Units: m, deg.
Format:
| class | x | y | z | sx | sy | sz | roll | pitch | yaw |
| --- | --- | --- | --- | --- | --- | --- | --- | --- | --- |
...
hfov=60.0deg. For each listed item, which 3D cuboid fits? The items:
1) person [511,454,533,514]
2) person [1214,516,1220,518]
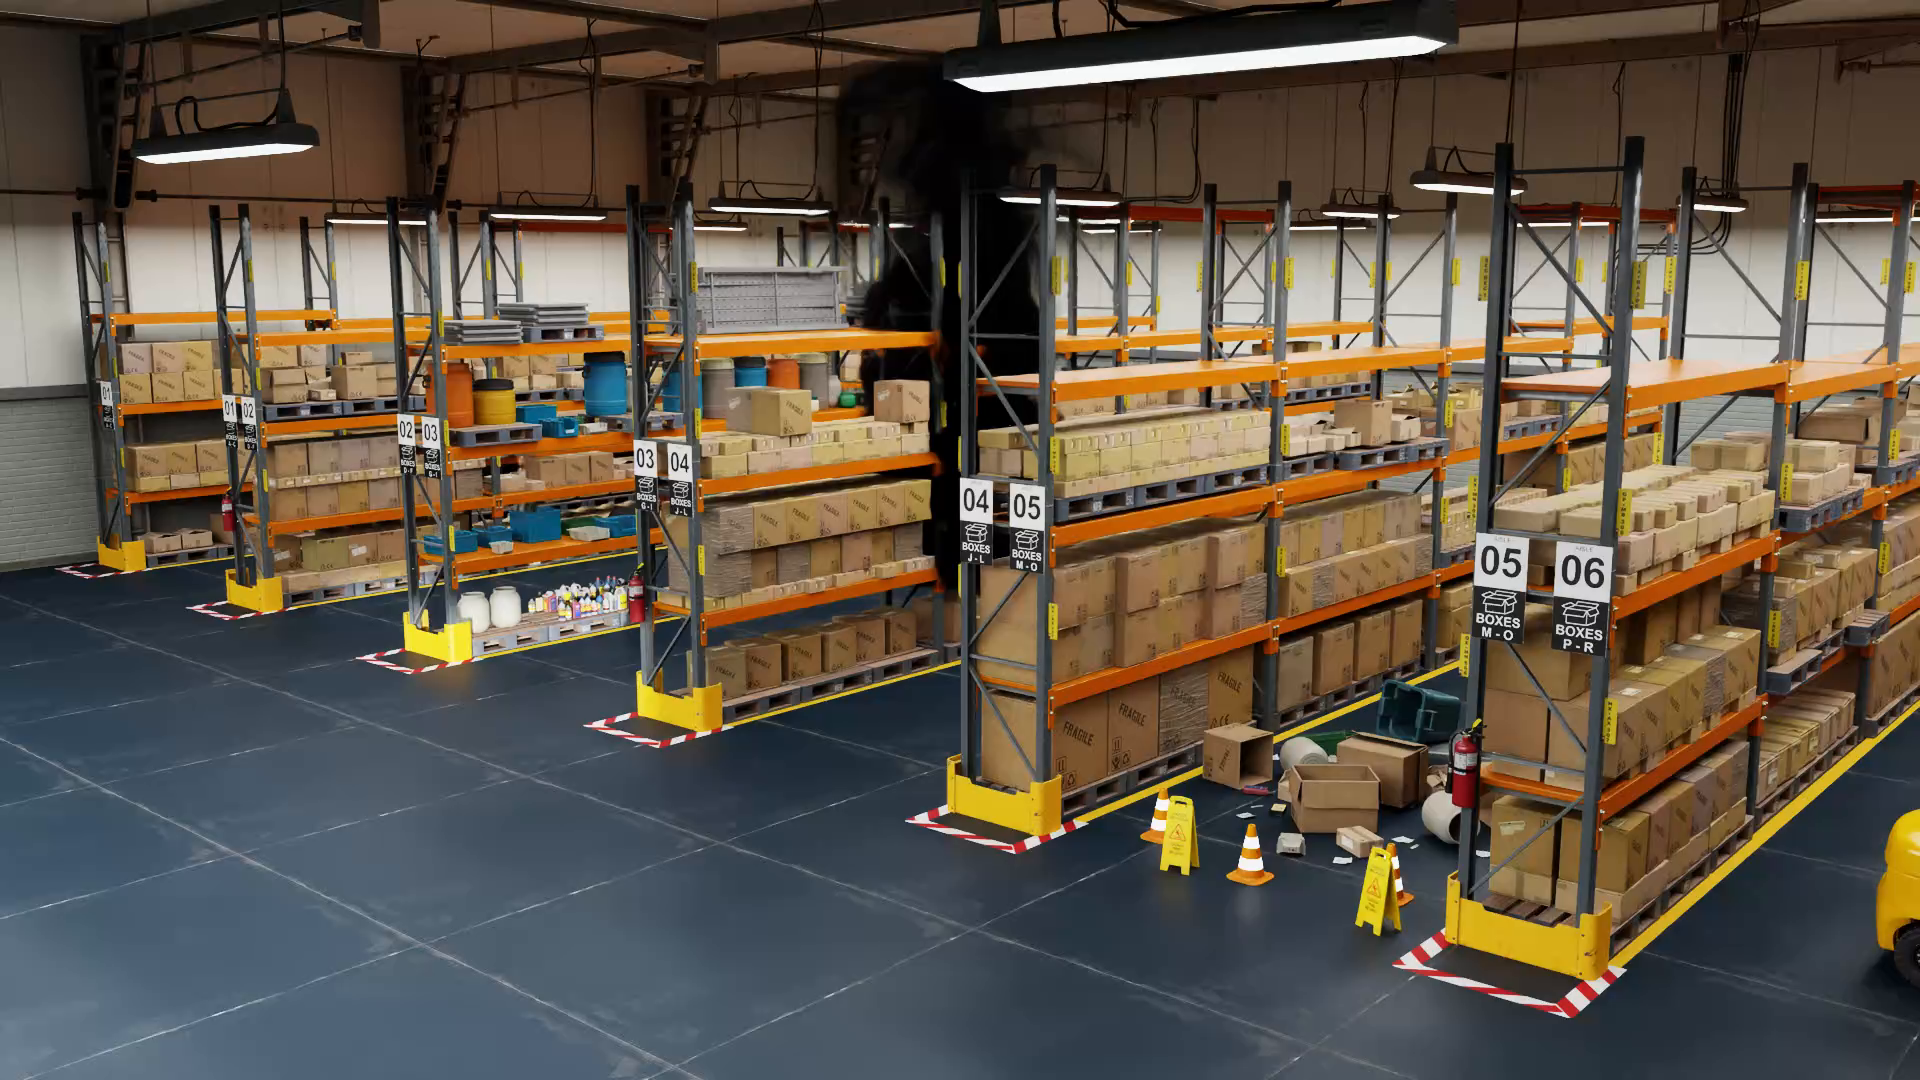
| class | x | y | z | sx | sy | sz | roll | pitch | yaw |
| --- | --- | --- | --- | --- | --- | --- | --- | --- | --- |
| person | -8.153 | -0.806 | 31.174 | 0.546 | 1.624 | 0.554 | 6 | 11 | 34 |
| person | 3.229 | 0.567 | 21.350 | 0.575 | 1.755 | 0.691 | 7 | 12 | 36 |
